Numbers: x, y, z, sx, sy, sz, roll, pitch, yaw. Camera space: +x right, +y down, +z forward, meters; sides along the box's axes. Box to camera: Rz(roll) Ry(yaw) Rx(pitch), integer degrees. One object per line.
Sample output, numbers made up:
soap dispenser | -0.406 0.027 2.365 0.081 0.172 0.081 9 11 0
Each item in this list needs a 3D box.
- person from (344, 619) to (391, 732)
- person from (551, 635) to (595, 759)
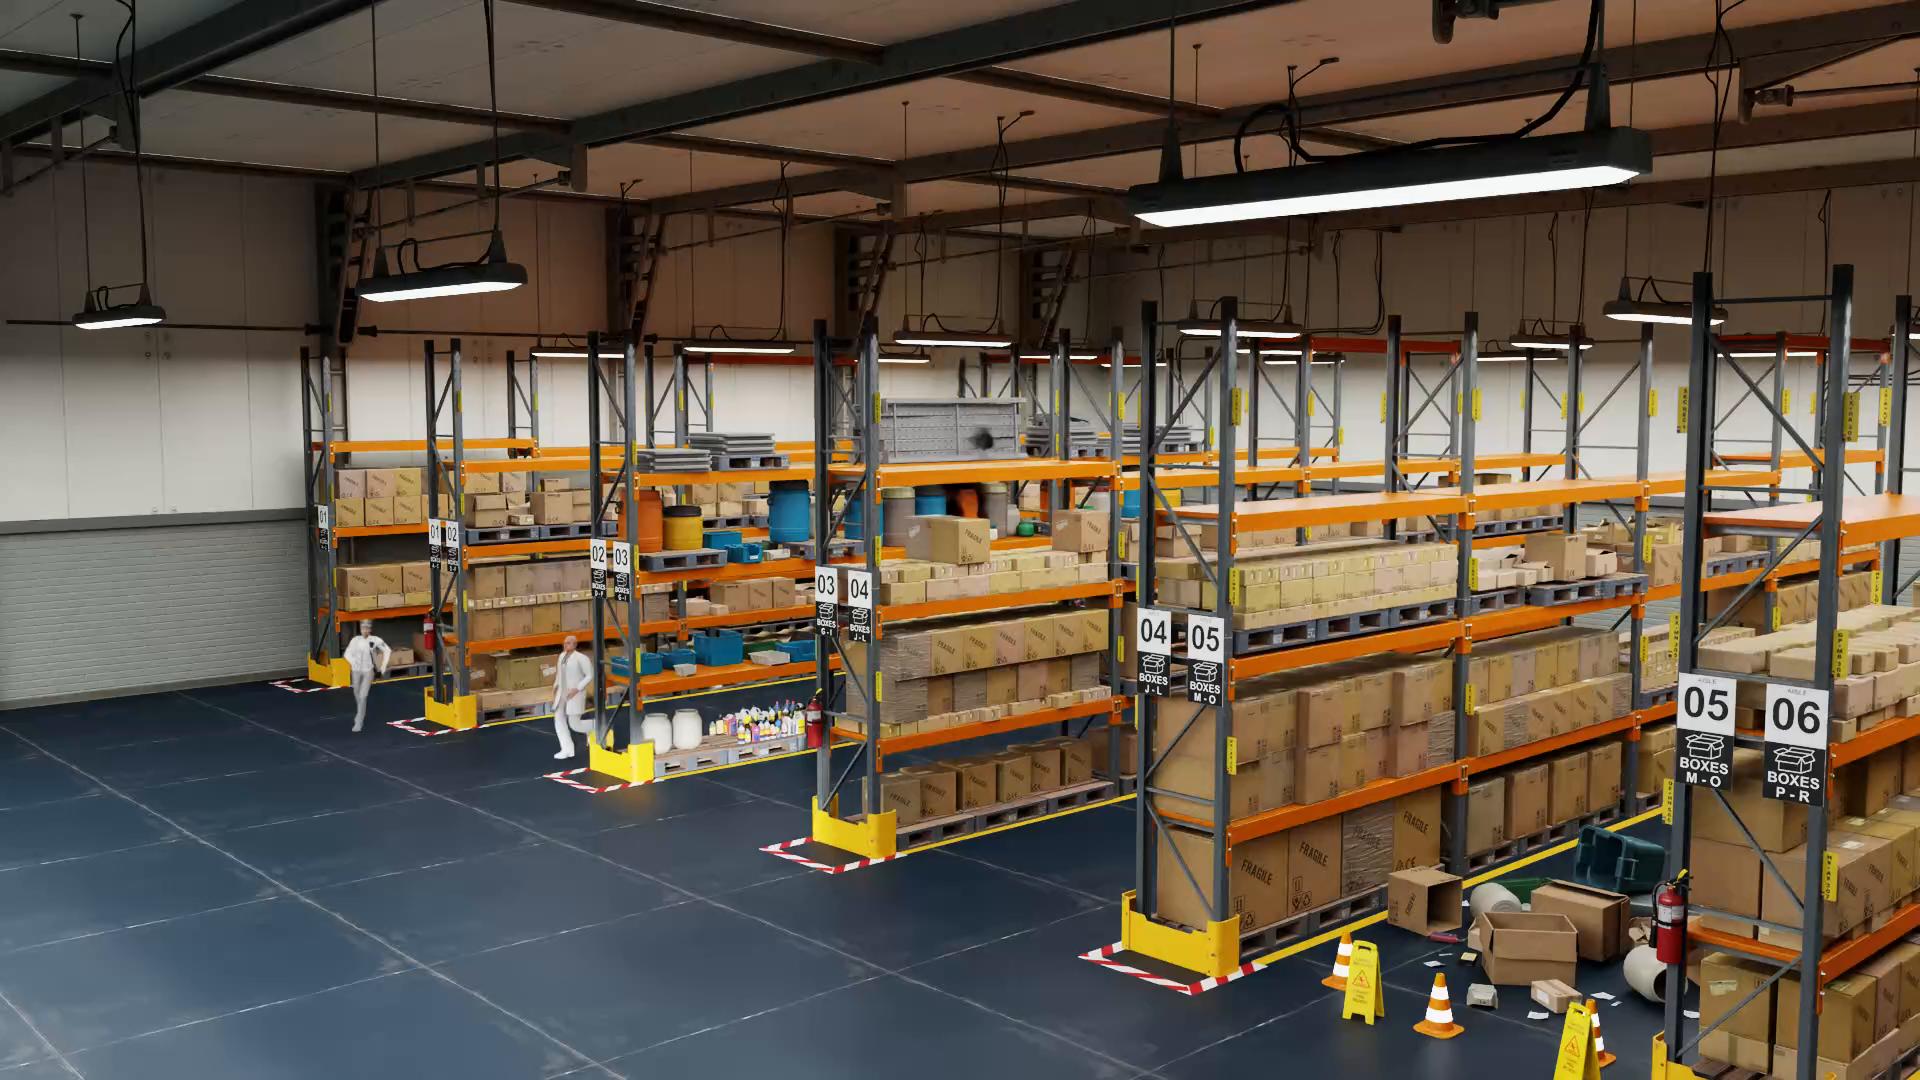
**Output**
person | -9.186 2.063 25.759 0.660 1.718 0.813 0 5 -2
person | -5.504 2.307 23.657 0.749 1.544 0.768 3 6 30
